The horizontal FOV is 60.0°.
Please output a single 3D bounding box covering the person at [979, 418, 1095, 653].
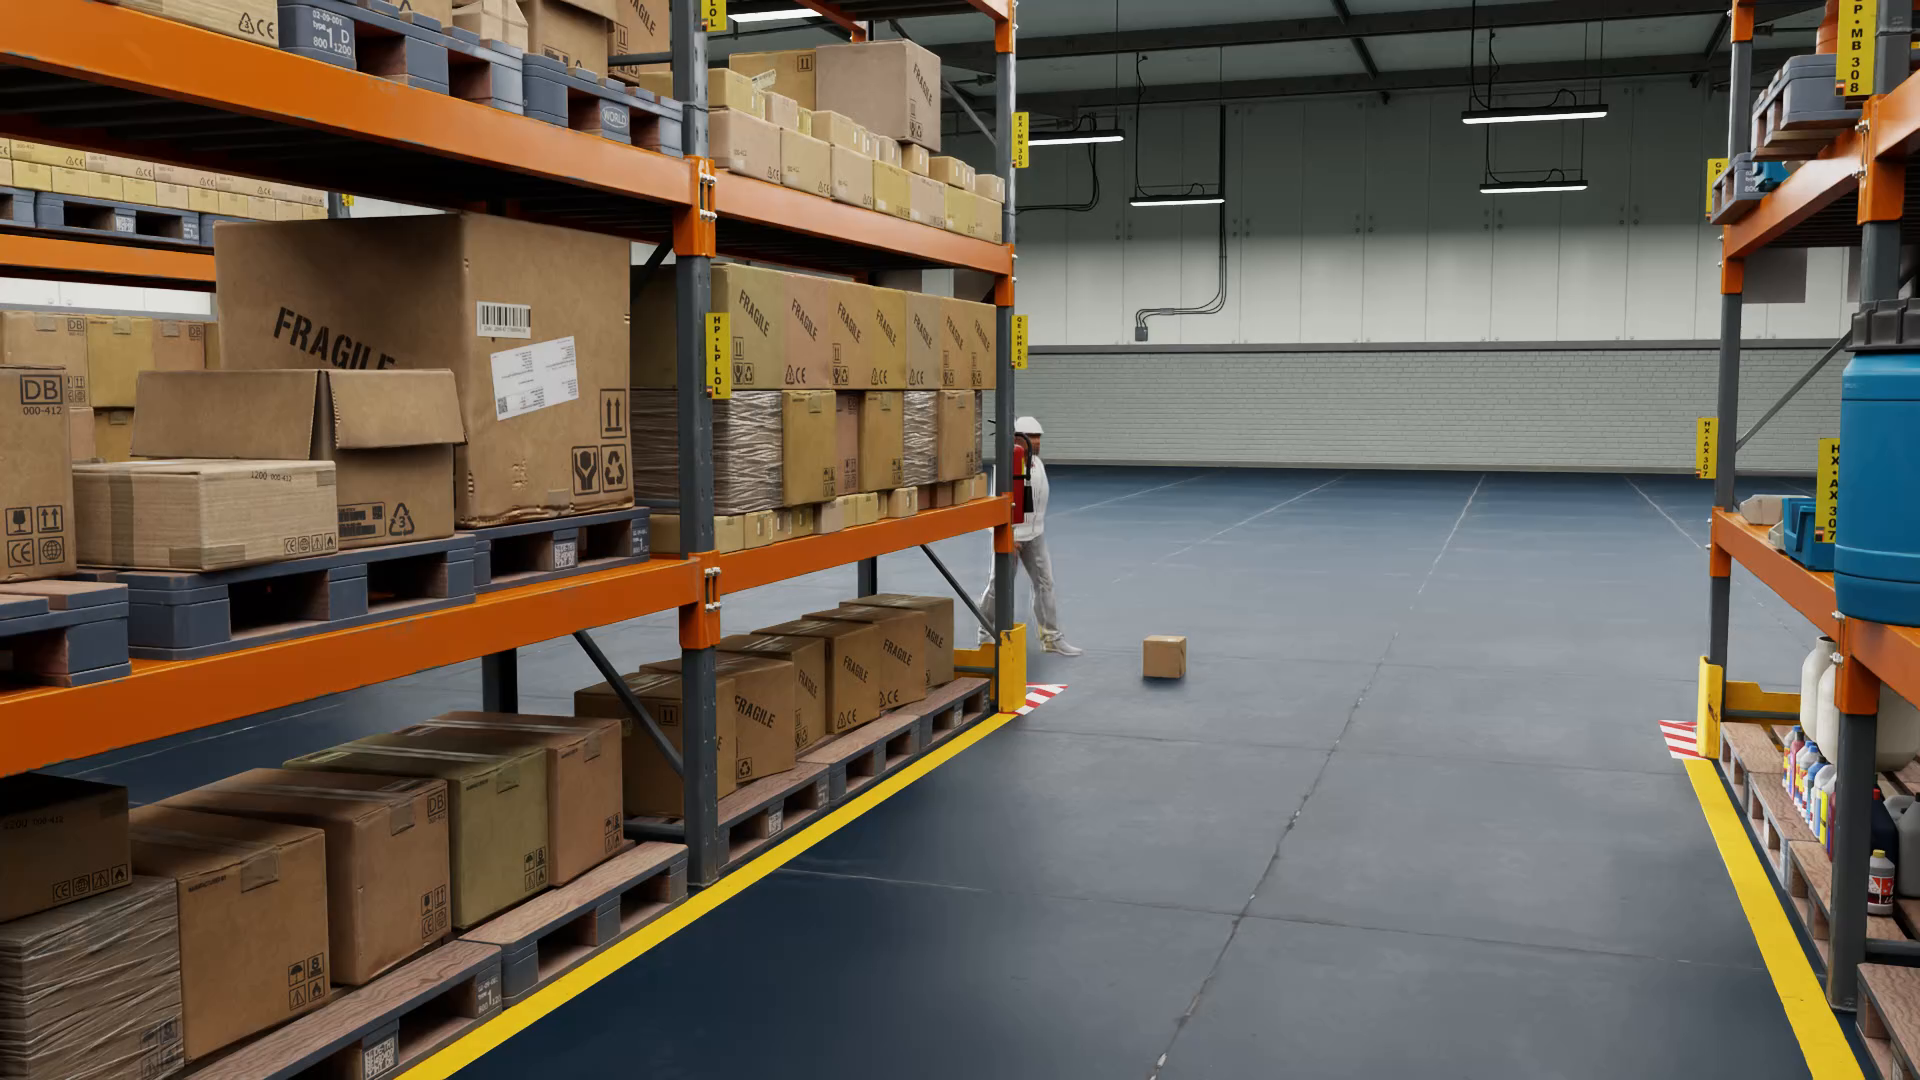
[{"bbox_3d":[0.507,-0.037,12.124,0.964,1.706,0.598,5,7,43],"label":"person"}]
